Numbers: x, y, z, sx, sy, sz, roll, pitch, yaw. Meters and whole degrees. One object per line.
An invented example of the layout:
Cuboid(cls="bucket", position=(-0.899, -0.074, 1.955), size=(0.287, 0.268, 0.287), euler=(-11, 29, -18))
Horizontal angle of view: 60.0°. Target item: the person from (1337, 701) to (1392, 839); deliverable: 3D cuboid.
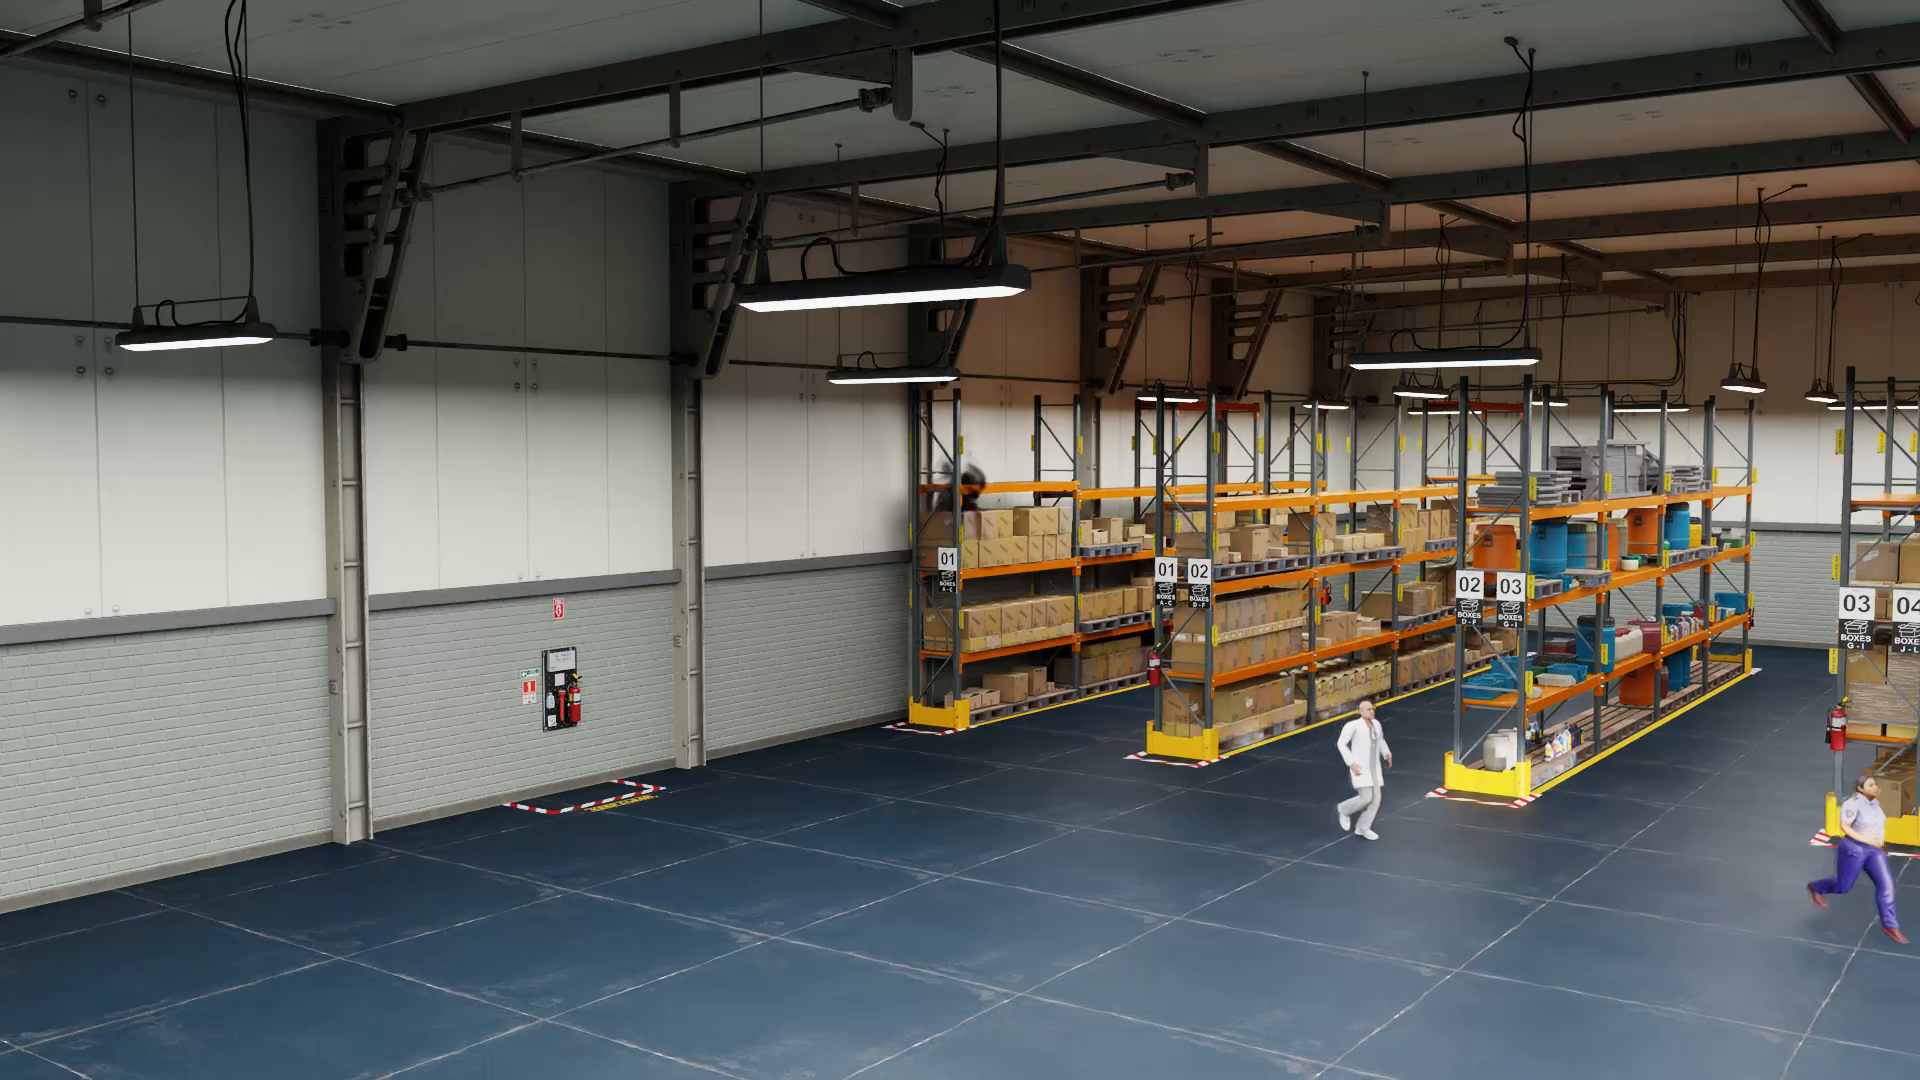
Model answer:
Cuboid(cls="person", position=(5.168, 2.922, 21.283), size=(0.730, 1.749, 0.634), euler=(-2, 4, -29))

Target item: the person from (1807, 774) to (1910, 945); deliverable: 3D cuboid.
Cuboid(cls="person", position=(9.239, 3.228, 17.110), size=(0.576, 1.654, 1.089), euler=(-1, 3, -19))
